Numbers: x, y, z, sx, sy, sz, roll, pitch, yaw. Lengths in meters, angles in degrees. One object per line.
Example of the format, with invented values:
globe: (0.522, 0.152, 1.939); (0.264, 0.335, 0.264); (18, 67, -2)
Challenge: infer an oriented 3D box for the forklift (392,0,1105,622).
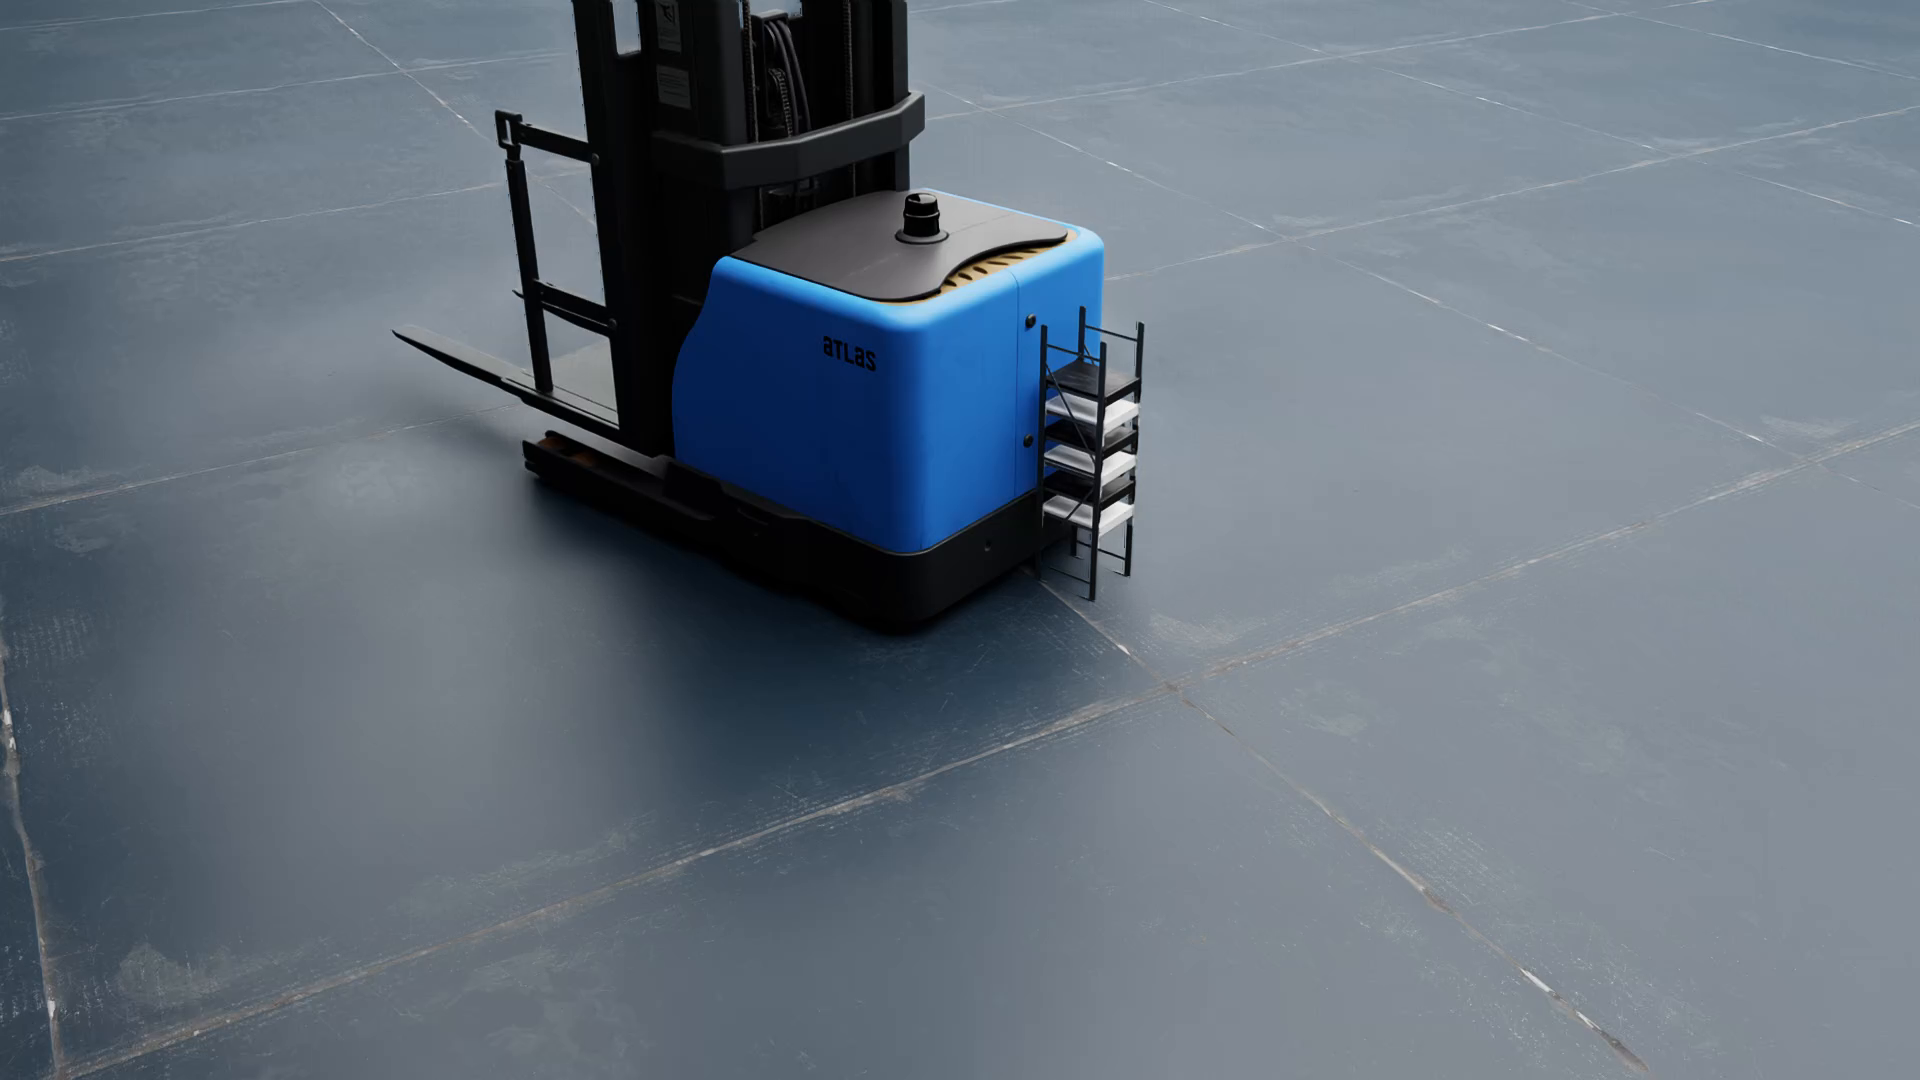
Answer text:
forklift: (-0.973, -1.609, 5.632); (3.031, 2.935, 1.130); (22, 36, 34)

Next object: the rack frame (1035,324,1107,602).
rack frame: (0.343, -0.229, 5.233); (0.240, 0.900, 0.006); (21, 35, 33)

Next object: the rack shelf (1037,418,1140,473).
rack shelf: (0.407, -0.317, 5.275); (0.258, 0.077, 0.200); (21, 35, 33)

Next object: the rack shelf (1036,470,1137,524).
rack shelf: (0.407, -0.159, 5.362); (0.258, 0.077, 0.200); (21, 35, 33)

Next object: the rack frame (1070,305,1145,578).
rack frame: (0.471, -0.305, 5.372); (0.240, 0.900, 0.006); (21, 35, 33)

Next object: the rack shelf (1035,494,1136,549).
rack shelf: (0.407, -0.080, 5.406); (0.258, 0.077, 0.200); (21, 35, 33)

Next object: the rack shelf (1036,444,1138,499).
rack shelf: (0.407, -0.238, 5.319); (0.258, 0.077, 0.200); (21, 35, 33)

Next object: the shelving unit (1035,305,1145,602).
shelving unit: (0.407, -0.267, 5.303); (0.258, 0.900, 0.210); (21, 35, 33)

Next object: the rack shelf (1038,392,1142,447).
rack shelf: (0.407, -0.396, 5.232); (0.258, 0.077, 0.200); (21, 35, 33)

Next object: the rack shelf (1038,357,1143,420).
rack shelf: (0.407, -0.474, 5.188); (0.258, 0.077, 0.200); (21, 35, 33)
